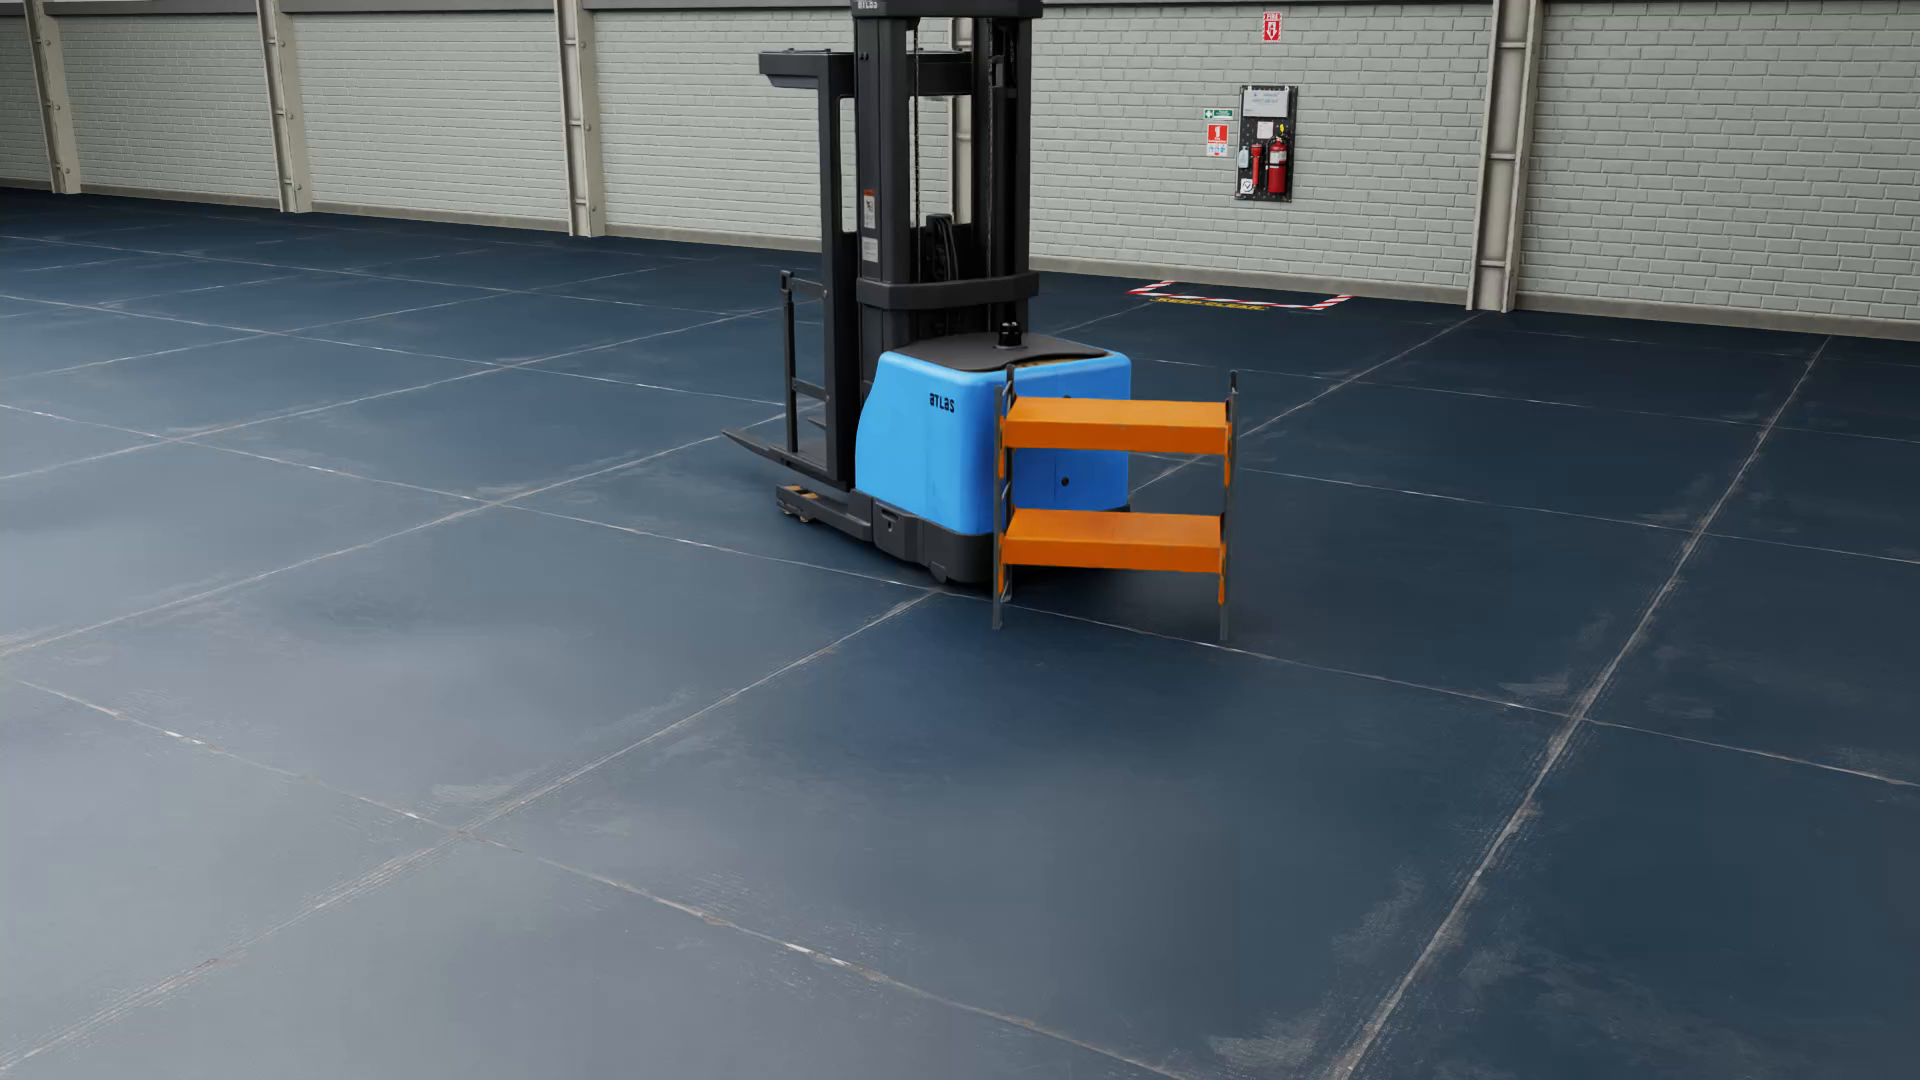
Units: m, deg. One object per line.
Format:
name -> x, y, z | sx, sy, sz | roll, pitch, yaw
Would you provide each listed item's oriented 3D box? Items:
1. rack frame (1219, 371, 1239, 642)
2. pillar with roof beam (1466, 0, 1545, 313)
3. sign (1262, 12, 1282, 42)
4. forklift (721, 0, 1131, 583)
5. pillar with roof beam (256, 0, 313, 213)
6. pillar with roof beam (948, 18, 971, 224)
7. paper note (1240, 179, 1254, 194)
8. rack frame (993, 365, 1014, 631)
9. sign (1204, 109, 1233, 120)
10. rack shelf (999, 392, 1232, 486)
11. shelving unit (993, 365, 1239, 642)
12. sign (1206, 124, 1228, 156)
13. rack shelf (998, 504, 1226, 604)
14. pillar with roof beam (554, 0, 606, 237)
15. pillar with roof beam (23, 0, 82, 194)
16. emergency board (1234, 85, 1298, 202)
rack frame -> 1.207, -0.158, 7.465 | 0.032, 1.125, 0.500 | 2, 17, 8
pillar with roof beam -> 2.968, -5.515, 11.554 | 0.400, 9.000, 9.100 | 10, 20, 30
sign -> 3.180, -5.231, 16.953 | 0.199, 0.298, 0.001 | 10, 20, 30
forklift -> -0.373, -1.565, 8.990 | 1.130, 2.935, 3.031 | -11, 20, -32
pillar with roof beam -> -12.370, -8.253, 20.567 | 0.400, 9.000, 9.100 | 10, 20, 30
pillar with roof beam -> -2.145, -6.427, 14.558 | 0.400, 9.000, 9.100 | 10, 20, 30
paper note -> 3.020, -3.718, 17.477 | 0.142, 0.148, 0.016 | 10, 20, 30
rack frame -> 0.200, -0.200, 7.604 | 0.032, 1.125, 0.500 | 2, 17, 8
sign -> 2.717, -4.473, 17.473 | 0.331, 0.109, 0.001 | 10, 20, 30
rack shelf -> 0.703, -0.459, 7.449 | 1.000, 0.278, 0.538 | 2, 17, 8
shelving unit -> 0.703, -0.179, 7.534 | 1.048, 1.125, 0.538 | 2, 17, 8
sign -> 2.718, -4.223, 17.560 | 0.234, 0.329, 0.001 | 10, 20, 30
rack shelf -> 0.703, 0.055, 7.605 | 1.000, 0.278, 0.538 | 2, 17, 8
pillar with roof beam -> -7.258, -7.340, 17.563 | 0.400, 9.000, 9.100 | 10, 20, 30
pillar with roof beam -> -17.483, -9.165, 23.572 | 0.400, 9.000, 9.100 | 10, 20, 30
emergency board -> 3.135, -4.096, 17.204 | 0.643, 1.169, 0.194 | 10, 20, 30
